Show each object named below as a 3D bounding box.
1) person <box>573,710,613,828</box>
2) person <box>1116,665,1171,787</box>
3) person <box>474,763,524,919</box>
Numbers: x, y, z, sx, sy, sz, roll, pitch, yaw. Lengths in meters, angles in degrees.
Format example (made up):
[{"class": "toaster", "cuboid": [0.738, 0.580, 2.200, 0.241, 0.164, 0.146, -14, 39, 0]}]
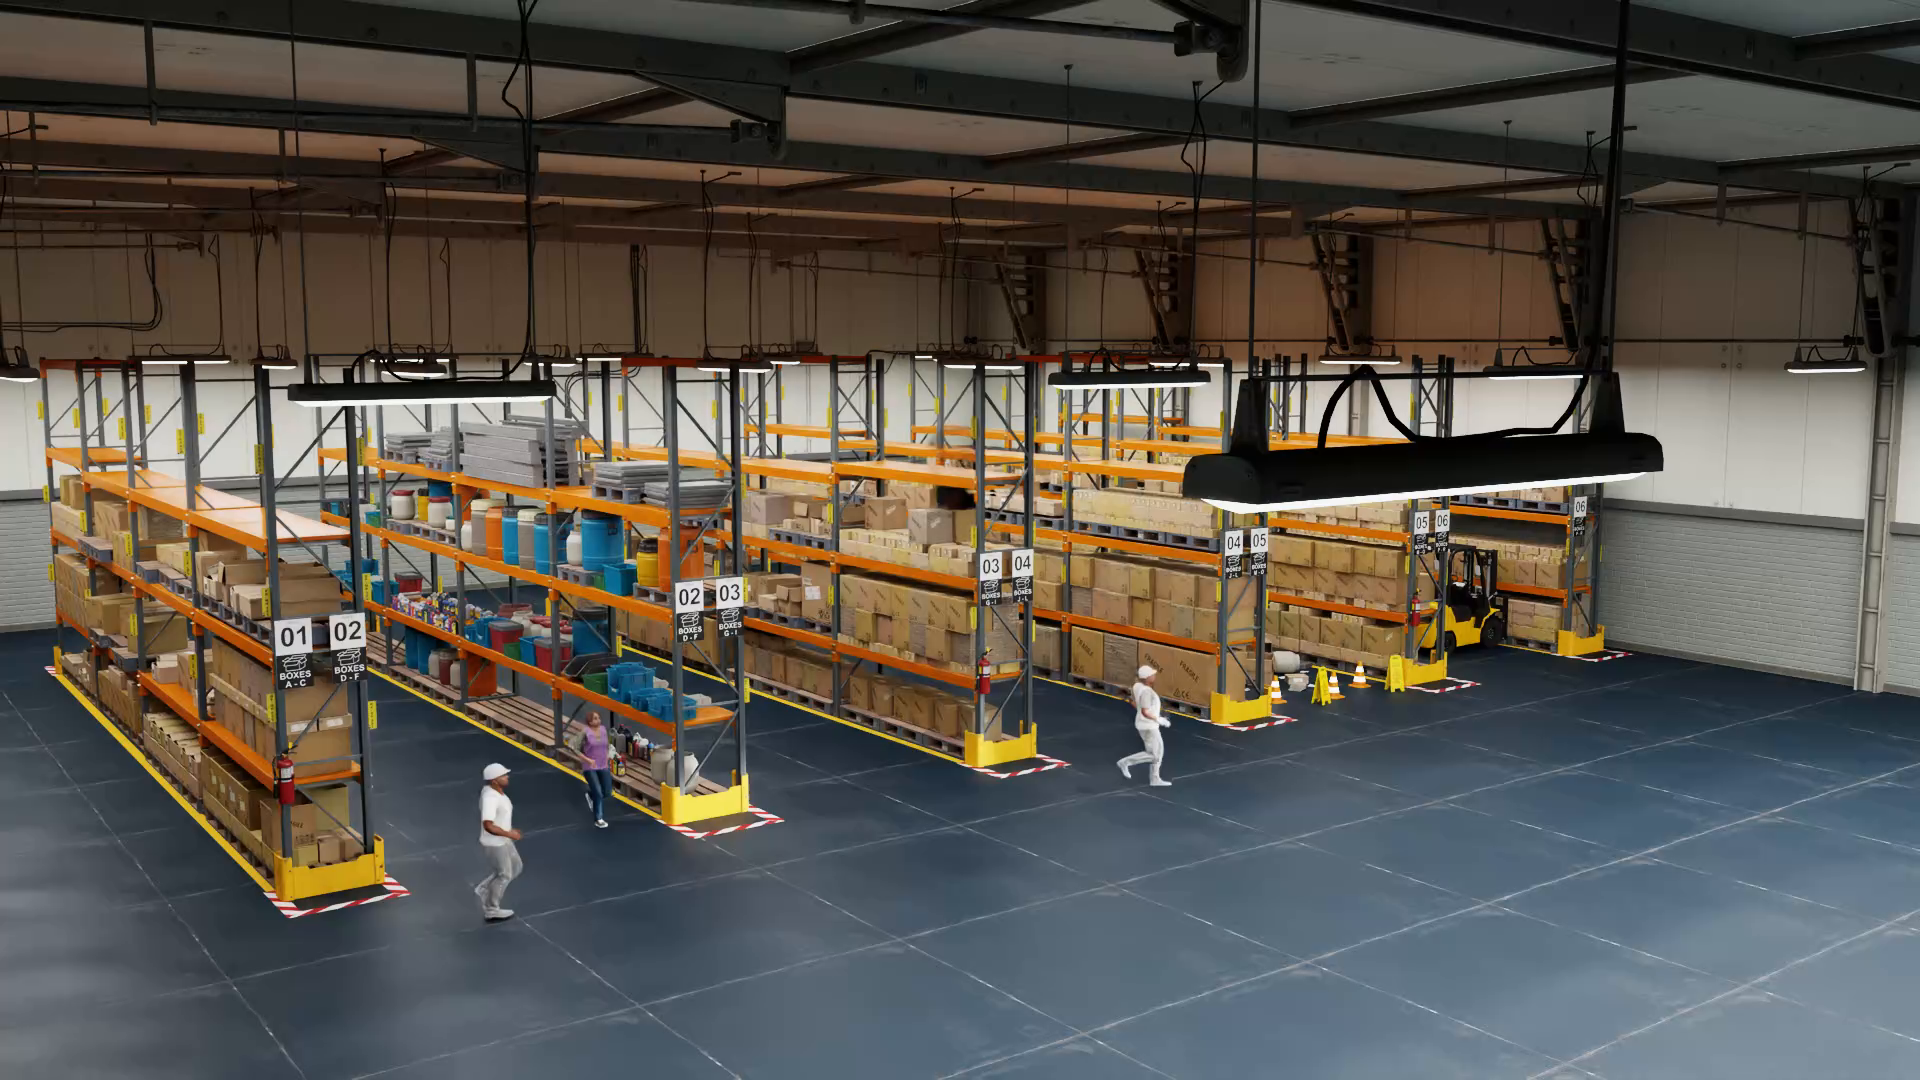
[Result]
[{"class": "person", "cuboid": [-4.782, 2.963, 21.668, 0.532, 1.546, 0.559, -6, 9, -43]}, {"class": "person", "cuboid": [2.610, 2.642, 23.566, 0.803, 1.752, 0.692, 0, 7, -2]}, {"class": "person", "cuboid": [-5.054, 3.291, 18.199, 0.578, 1.727, 0.717, -1, 7, -9]}]
